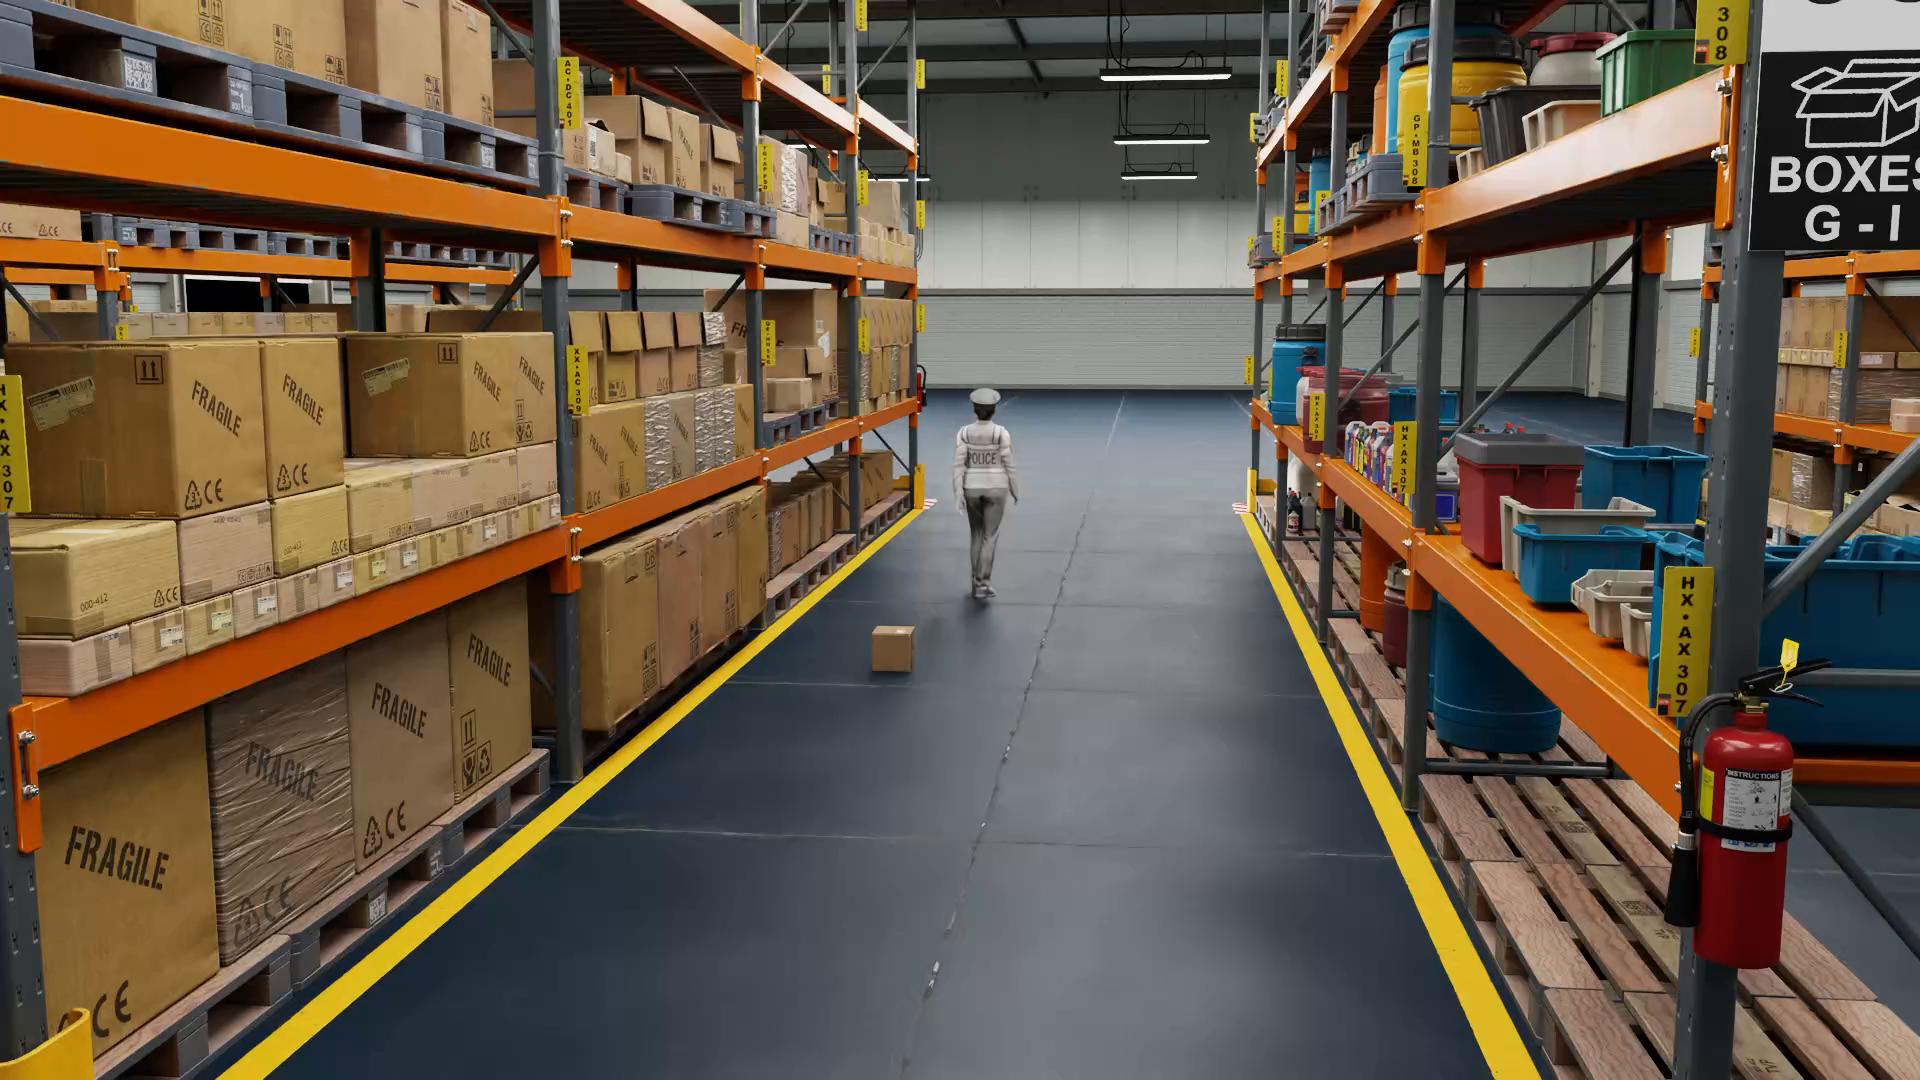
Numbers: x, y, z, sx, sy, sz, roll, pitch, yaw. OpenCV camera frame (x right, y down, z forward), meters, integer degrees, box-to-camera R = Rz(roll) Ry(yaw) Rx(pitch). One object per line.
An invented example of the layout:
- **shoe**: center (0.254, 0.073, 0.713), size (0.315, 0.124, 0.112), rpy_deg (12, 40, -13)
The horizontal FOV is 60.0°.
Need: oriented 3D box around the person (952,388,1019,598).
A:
- **person**: center (0.225, -0.356, 13.408), size (0.486, 1.740, 0.615), rpy_deg (3, 8, 19)
